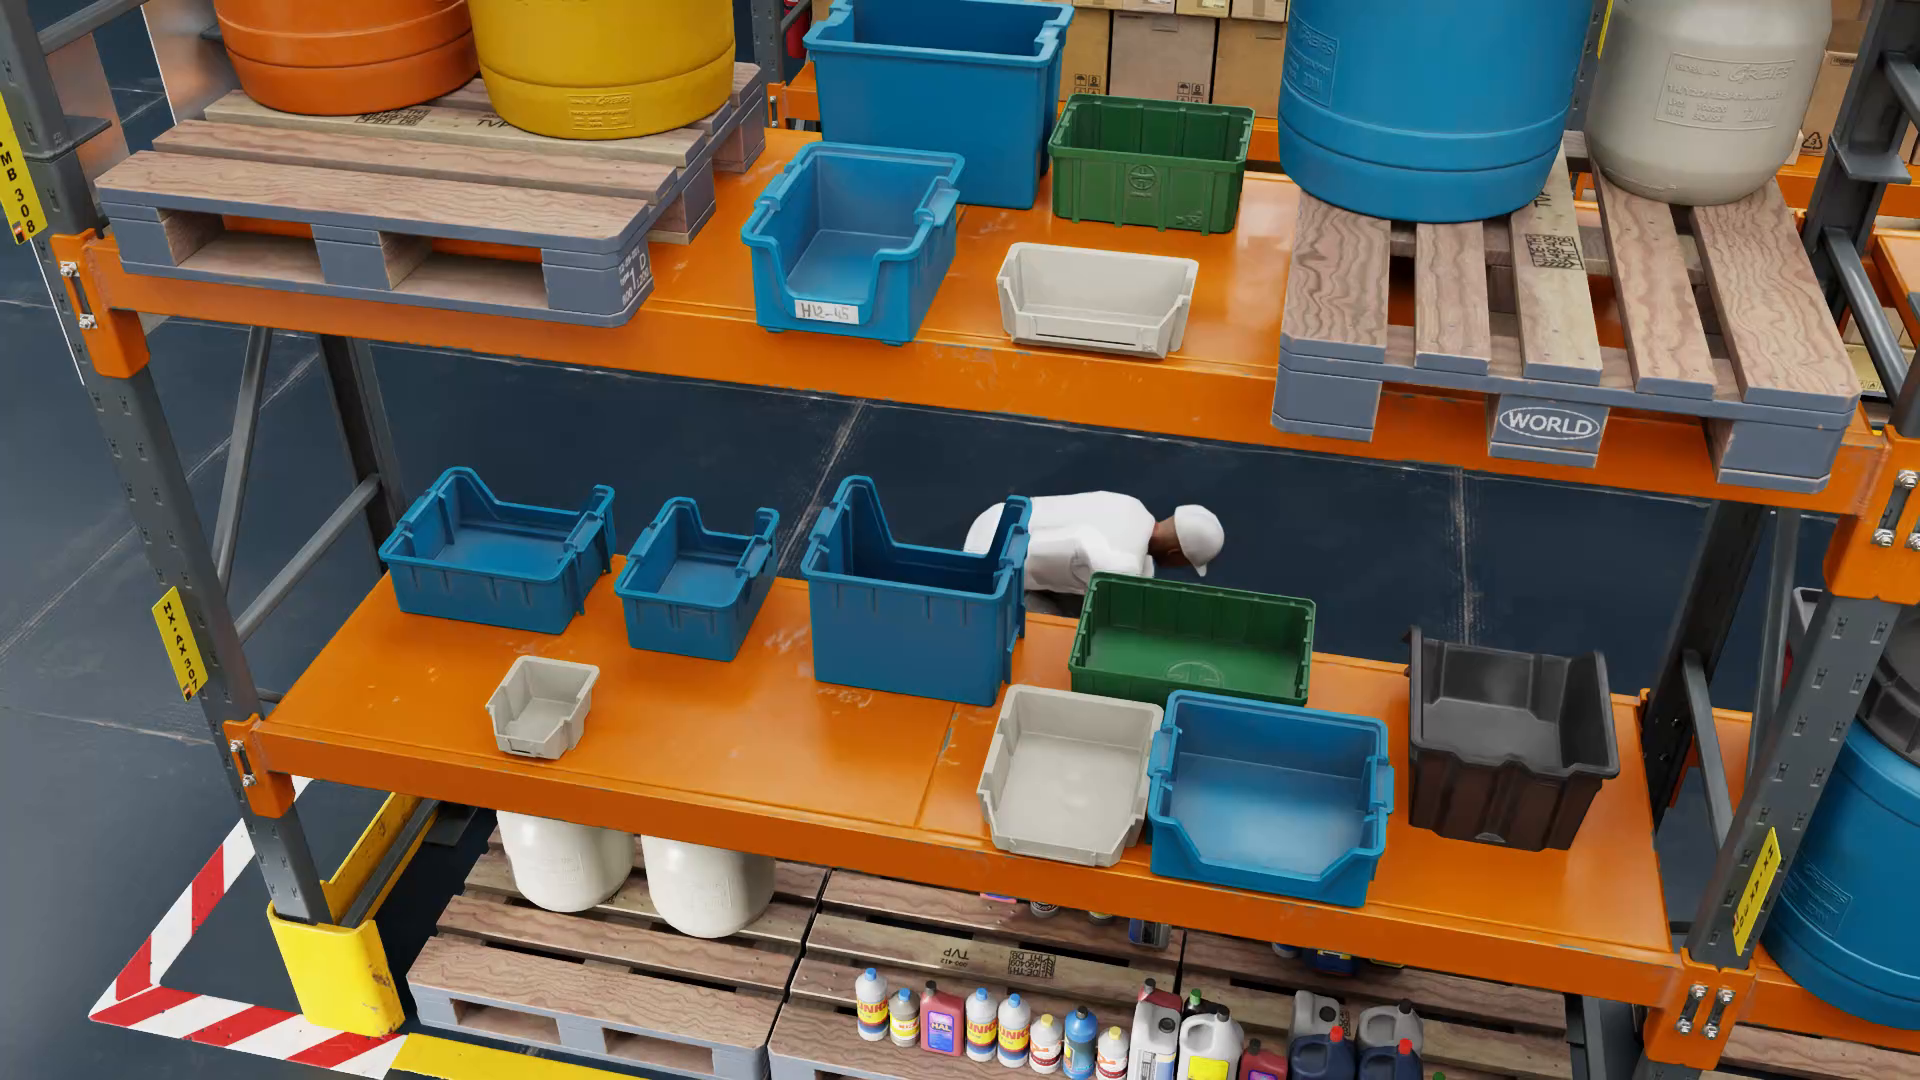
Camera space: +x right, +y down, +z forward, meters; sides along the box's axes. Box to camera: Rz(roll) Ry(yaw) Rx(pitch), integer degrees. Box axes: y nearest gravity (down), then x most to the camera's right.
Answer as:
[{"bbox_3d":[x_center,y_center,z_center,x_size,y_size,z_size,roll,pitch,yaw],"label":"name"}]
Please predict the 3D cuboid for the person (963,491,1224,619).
[{"bbox_3d":[0.484,0.276,6.356,0.967,1.051,0.515,6,37,8],"label":"person"}]
